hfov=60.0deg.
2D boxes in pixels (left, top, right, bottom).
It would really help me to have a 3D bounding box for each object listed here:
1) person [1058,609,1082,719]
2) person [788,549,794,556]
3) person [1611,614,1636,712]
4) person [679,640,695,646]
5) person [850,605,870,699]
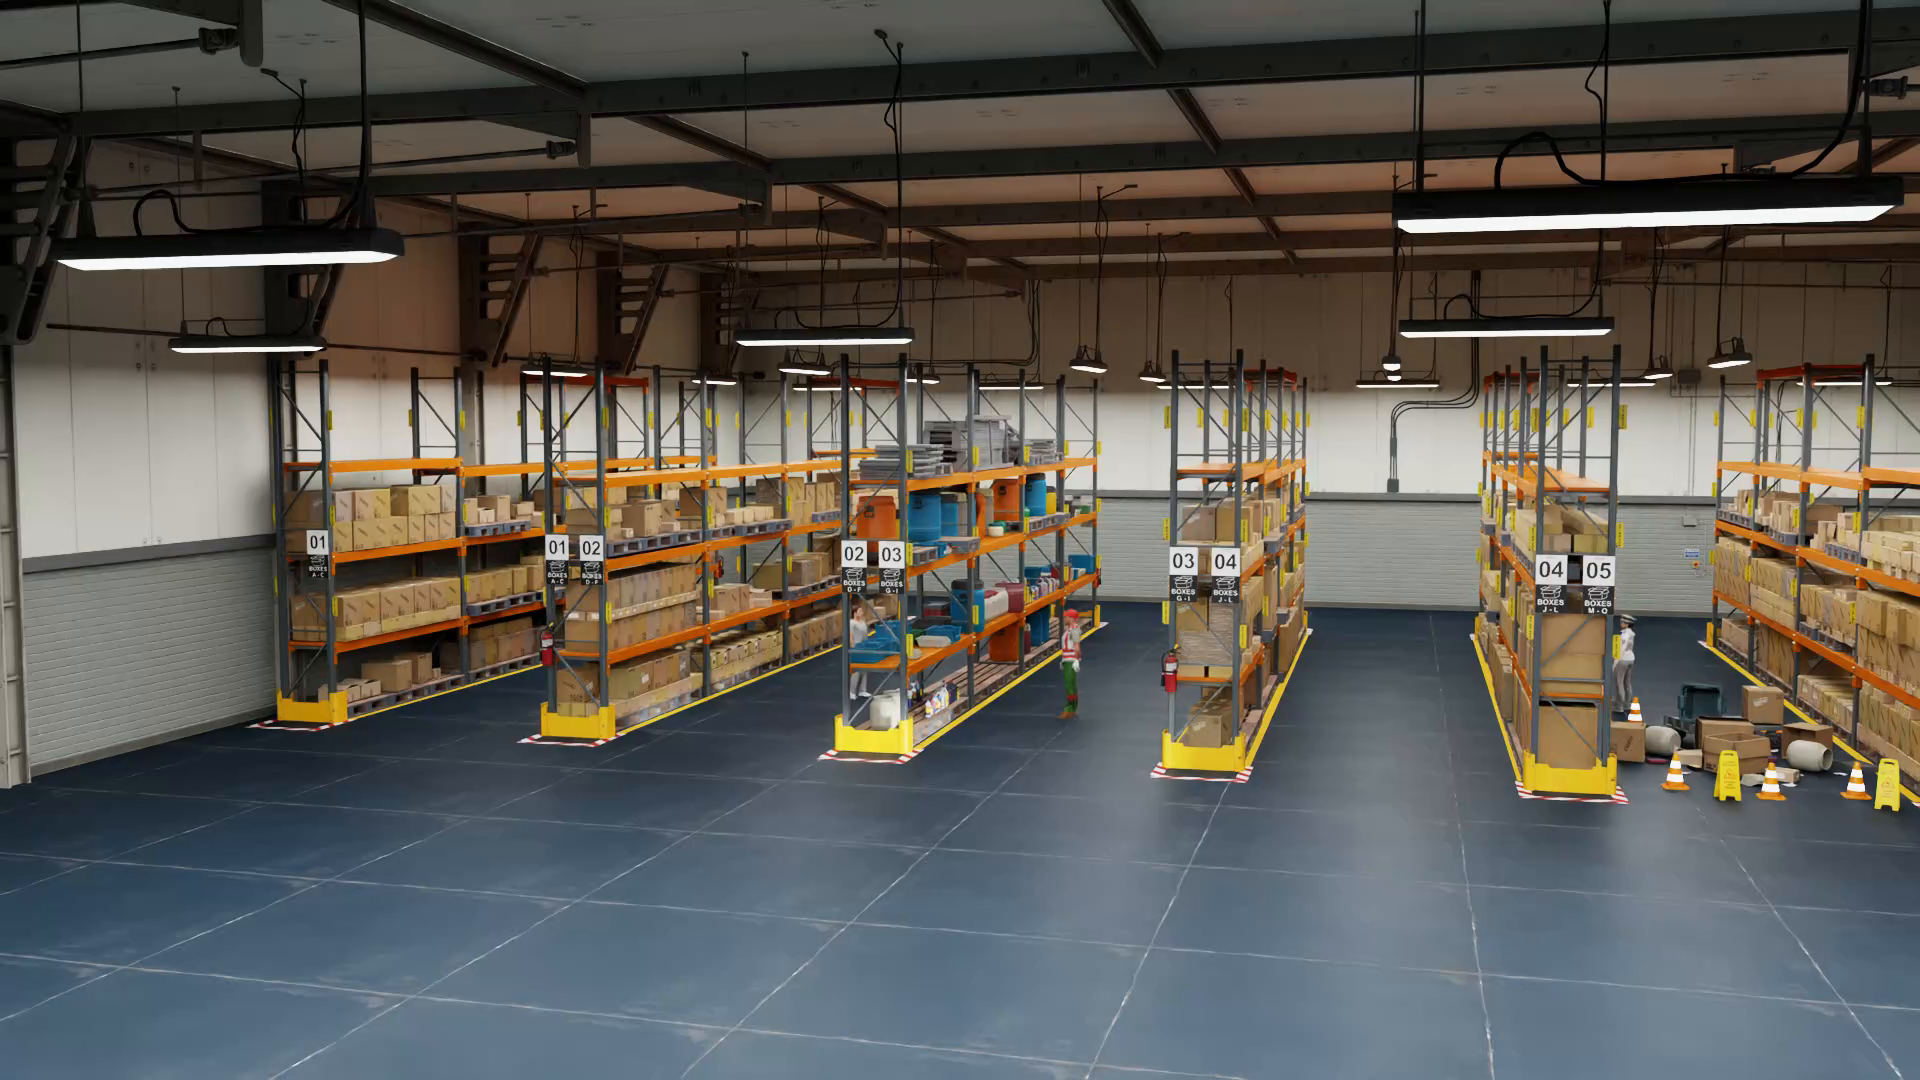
[{"bbox_3d":[1.828,2.073,28.092,0.434,1.805,0.659,0,4,-5],"label":"person"},{"bbox_3d":[-4.487,1.038,43.993,0.577,1.613,0.502,2,4,24],"label":"person"},{"bbox_3d":[11.381,2.121,28.597,0.529,1.707,0.407,-3,5,-35],"label":"person"},{"bbox_3d":[-6.094,1.464,36.981,0.472,1.771,0.598,2,4,21],"label":"person"},{"bbox_3d":[-1.810,2.035,30.106,0.435,1.732,0.516,3,5,36],"label":"person"}]
